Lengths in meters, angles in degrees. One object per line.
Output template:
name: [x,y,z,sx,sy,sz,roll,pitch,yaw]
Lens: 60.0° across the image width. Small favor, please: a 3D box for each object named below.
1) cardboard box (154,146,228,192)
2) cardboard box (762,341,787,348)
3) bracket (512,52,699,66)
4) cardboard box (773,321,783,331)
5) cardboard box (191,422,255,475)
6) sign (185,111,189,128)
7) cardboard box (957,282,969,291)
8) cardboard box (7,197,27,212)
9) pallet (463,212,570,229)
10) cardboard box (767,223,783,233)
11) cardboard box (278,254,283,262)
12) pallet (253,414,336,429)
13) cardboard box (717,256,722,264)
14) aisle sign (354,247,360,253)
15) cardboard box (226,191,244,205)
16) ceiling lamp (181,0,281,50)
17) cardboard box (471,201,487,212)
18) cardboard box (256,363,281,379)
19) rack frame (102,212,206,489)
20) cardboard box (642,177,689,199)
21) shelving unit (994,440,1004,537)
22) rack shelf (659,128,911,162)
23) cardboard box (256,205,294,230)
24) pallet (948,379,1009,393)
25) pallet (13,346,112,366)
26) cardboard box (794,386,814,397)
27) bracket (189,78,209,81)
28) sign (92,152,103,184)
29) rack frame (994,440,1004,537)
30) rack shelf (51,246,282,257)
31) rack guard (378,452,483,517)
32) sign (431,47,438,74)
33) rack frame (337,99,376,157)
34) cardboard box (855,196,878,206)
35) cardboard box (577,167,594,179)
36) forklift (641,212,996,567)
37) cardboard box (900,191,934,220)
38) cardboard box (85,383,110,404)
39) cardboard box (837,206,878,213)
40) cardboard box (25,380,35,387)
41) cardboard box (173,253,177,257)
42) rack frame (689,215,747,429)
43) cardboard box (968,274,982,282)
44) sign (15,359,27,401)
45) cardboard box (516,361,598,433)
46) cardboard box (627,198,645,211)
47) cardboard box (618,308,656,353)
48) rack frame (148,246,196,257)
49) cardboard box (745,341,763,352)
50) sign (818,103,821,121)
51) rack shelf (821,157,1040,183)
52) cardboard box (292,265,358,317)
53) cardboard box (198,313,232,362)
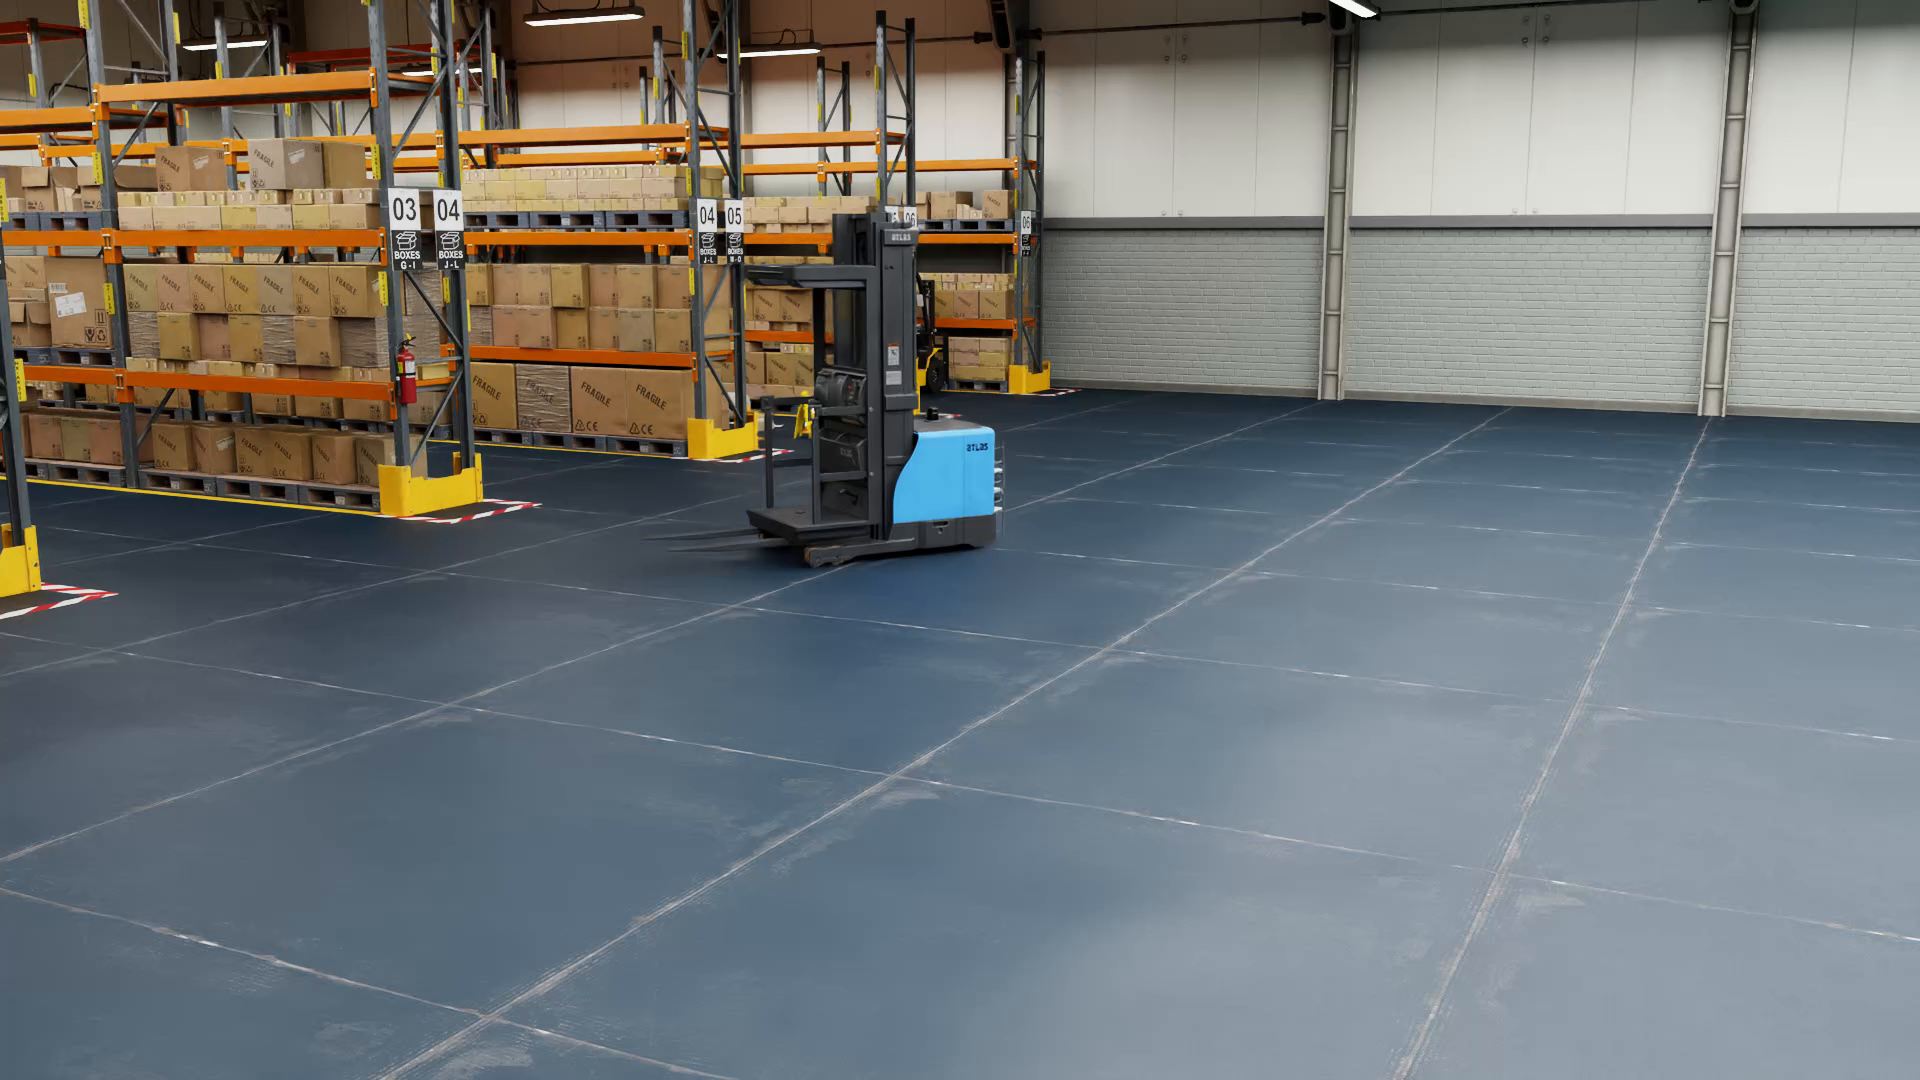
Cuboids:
cardboard box: [-8.411,-4.042,18.198,0.500,0.500,0.500,5,11,24]
cardboard box: [-3.515,-3.635,32.379,0.625,0.625,0.875,5,11,25]
bracket: [-7.208,-9.754,33.747,4.783,0.066,0.076,5,11,26]
cardboard box: [-2.747,-3.382,26.199,0.250,0.149,0.380,5,11,26]
cardboard box: [-8.069,-1.014,18.249,0.500,0.500,0.500,10,14,44]
sign: [-15.051,-8.184,32.334,0.005,0.325,0.100,5,11,26]
cardboard box: [0.138,-4.598,30.109,0.250,0.149,0.380,5,11,25]
cardboard box: [-10.653,-3.819,18.961,0.250,0.166,0.380,5,11,24]
pallet: [-5.913,-4.269,22.224,1.213,0.211,1.003,5,11,26]
cardboard box: [-2.796,-4.836,25.813,0.250,0.149,0.380,5,11,25]
cardboard box: [-12.322,-5.204,30.653,0.250,0.149,0.380,5,12,27]
pallet: [-9.555,-1.772,24.429,1.213,0.211,1.003,5,11,26]
cardboard box: [-3.795,-4.276,26.512,0.500,0.500,0.700,5,11,26]
aisle sign: [-13.302,-6.678,36.407,0.004,0.787,0.394,5,11,26]
cardboard box: [-7.340,-3.531,17.197,0.250,0.149,0.380,5,12,27]
ceiling lamp: [-11.935,-9.742,27.400,2.000,3.185,0.800,5,11,26]
cardboard box: [-6.233,-4.408,21.989,0.250,0.149,0.380,5,11,26]
cardboard box: [-7.079,-1.771,17.299,0.250,0.149,0.380,5,11,26]
rack frame: [-8.927,-2.119,18.516,0.127,3.000,1.000,5,11,26]
cardboard box: [-3.617,-4.386,20.748,0.500,0.250,0.500,5,11,27]
shelving unit: [0.257,-0.469,15.293,0.210,0.900,0.258,6,12,28]
rack shelf: [-2.749,-6.141,25.921,4.000,0.370,1.077,5,11,26]
cardboard box: [-6.790,-3.284,16.952,0.500,0.250,0.500,5,12,27]
pallet: [0.534,-2.861,30.446,1.213,0.211,1.003,5,11,26]
pallet: [-10.721,-2.190,19.449,1.213,0.211,1.003,5,11,26]
cardboard box: [-2.260,-2.303,26.074,0.500,0.250,0.500,5,11,26]
bracket: [-17.784,-10.683,38.882,0.430,0.232,0.235,5,11,26]
sign: [-9.169,-3.954,17.677,0.005,0.325,0.100,5,11,26]
rack frame: [0.347,-0.460,15.245,0.006,0.900,0.240,6,12,28]
rack shelf: [-12.023,-4.498,25.258,4.000,0.370,1.077,5,11,26]
rack guard: [-5.408,-0.580,17.030,0.348,0.500,1.175,5,11,26]
sign: [-6.871,-6.266,21.741,0.005,0.325,0.100,5,11,26]
rack frame: [-13.111,-8.392,36.334,0.127,3.000,1.000,5,11,26]
cardboard box: [-1.389,-5.111,25.091,0.250,0.149,0.380,5,11,26]
cardboard box: [-4.647,-4.661,21.147,0.250,0.149,0.380,5,11,25]
forklift: [-1.217,-1.320,14.293,3.031,2.935,1.130,-6,12,-29]
cardboard box: [-0.649,-6.107,30.379,0.637,0.503,0.797,5,12,28]
cardboard box: [-13.271,-2.410,25.962,0.500,0.500,0.500,6,12,28]
cardboard box: [-1.533,-4.932,25.224,0.500,0.250,0.500,5,11,25]
cardboard box: [-14.736,-2.496,26.587,0.250,0.149,0.380,5,11,24]
cardboard box: [-14.841,-5.426,31.880,0.250,0.149,0.380,5,12,27]
rack frame: [-3.055,-2.588,21.108,0.127,3.000,1.000,5,11,26]
cardboard box: [0.342,-4.720,29.948,0.250,0.149,0.380,5,12,27]
sign: [-7.284,-1.237,12.863,0.005,0.325,0.100,5,11,26]
cardboard box: [-5.299,-1.933,22.276,0.875,0.875,0.875,5,11,26]
cardboard box: [-3.959,-4.209,20.884,0.250,0.149,0.380,5,11,27]
cardboard box: [-3.910,-2.724,21.436,0.550,0.550,0.875,5,11,26]
rack frame: [-15.304,-4.647,32.486,0.127,3.000,1.000,5,11,26]
cardboard box: [-3.343,-3.074,26.405,0.250,0.149,0.380,6,12,29]
sign: [-2.579,-7.858,30.535,0.005,0.325,0.100,5,11,26]
rack shelf: [-0.556,-6.738,30.338,4.000,0.370,1.077,5,11,26]
cardboard box: [-6.393,-2.534,16.884,0.500,0.500,0.500,5,11,26]
cardboard box: [-7.625,-2.201,17.853,0.500,0.500,0.875,5,11,26]
